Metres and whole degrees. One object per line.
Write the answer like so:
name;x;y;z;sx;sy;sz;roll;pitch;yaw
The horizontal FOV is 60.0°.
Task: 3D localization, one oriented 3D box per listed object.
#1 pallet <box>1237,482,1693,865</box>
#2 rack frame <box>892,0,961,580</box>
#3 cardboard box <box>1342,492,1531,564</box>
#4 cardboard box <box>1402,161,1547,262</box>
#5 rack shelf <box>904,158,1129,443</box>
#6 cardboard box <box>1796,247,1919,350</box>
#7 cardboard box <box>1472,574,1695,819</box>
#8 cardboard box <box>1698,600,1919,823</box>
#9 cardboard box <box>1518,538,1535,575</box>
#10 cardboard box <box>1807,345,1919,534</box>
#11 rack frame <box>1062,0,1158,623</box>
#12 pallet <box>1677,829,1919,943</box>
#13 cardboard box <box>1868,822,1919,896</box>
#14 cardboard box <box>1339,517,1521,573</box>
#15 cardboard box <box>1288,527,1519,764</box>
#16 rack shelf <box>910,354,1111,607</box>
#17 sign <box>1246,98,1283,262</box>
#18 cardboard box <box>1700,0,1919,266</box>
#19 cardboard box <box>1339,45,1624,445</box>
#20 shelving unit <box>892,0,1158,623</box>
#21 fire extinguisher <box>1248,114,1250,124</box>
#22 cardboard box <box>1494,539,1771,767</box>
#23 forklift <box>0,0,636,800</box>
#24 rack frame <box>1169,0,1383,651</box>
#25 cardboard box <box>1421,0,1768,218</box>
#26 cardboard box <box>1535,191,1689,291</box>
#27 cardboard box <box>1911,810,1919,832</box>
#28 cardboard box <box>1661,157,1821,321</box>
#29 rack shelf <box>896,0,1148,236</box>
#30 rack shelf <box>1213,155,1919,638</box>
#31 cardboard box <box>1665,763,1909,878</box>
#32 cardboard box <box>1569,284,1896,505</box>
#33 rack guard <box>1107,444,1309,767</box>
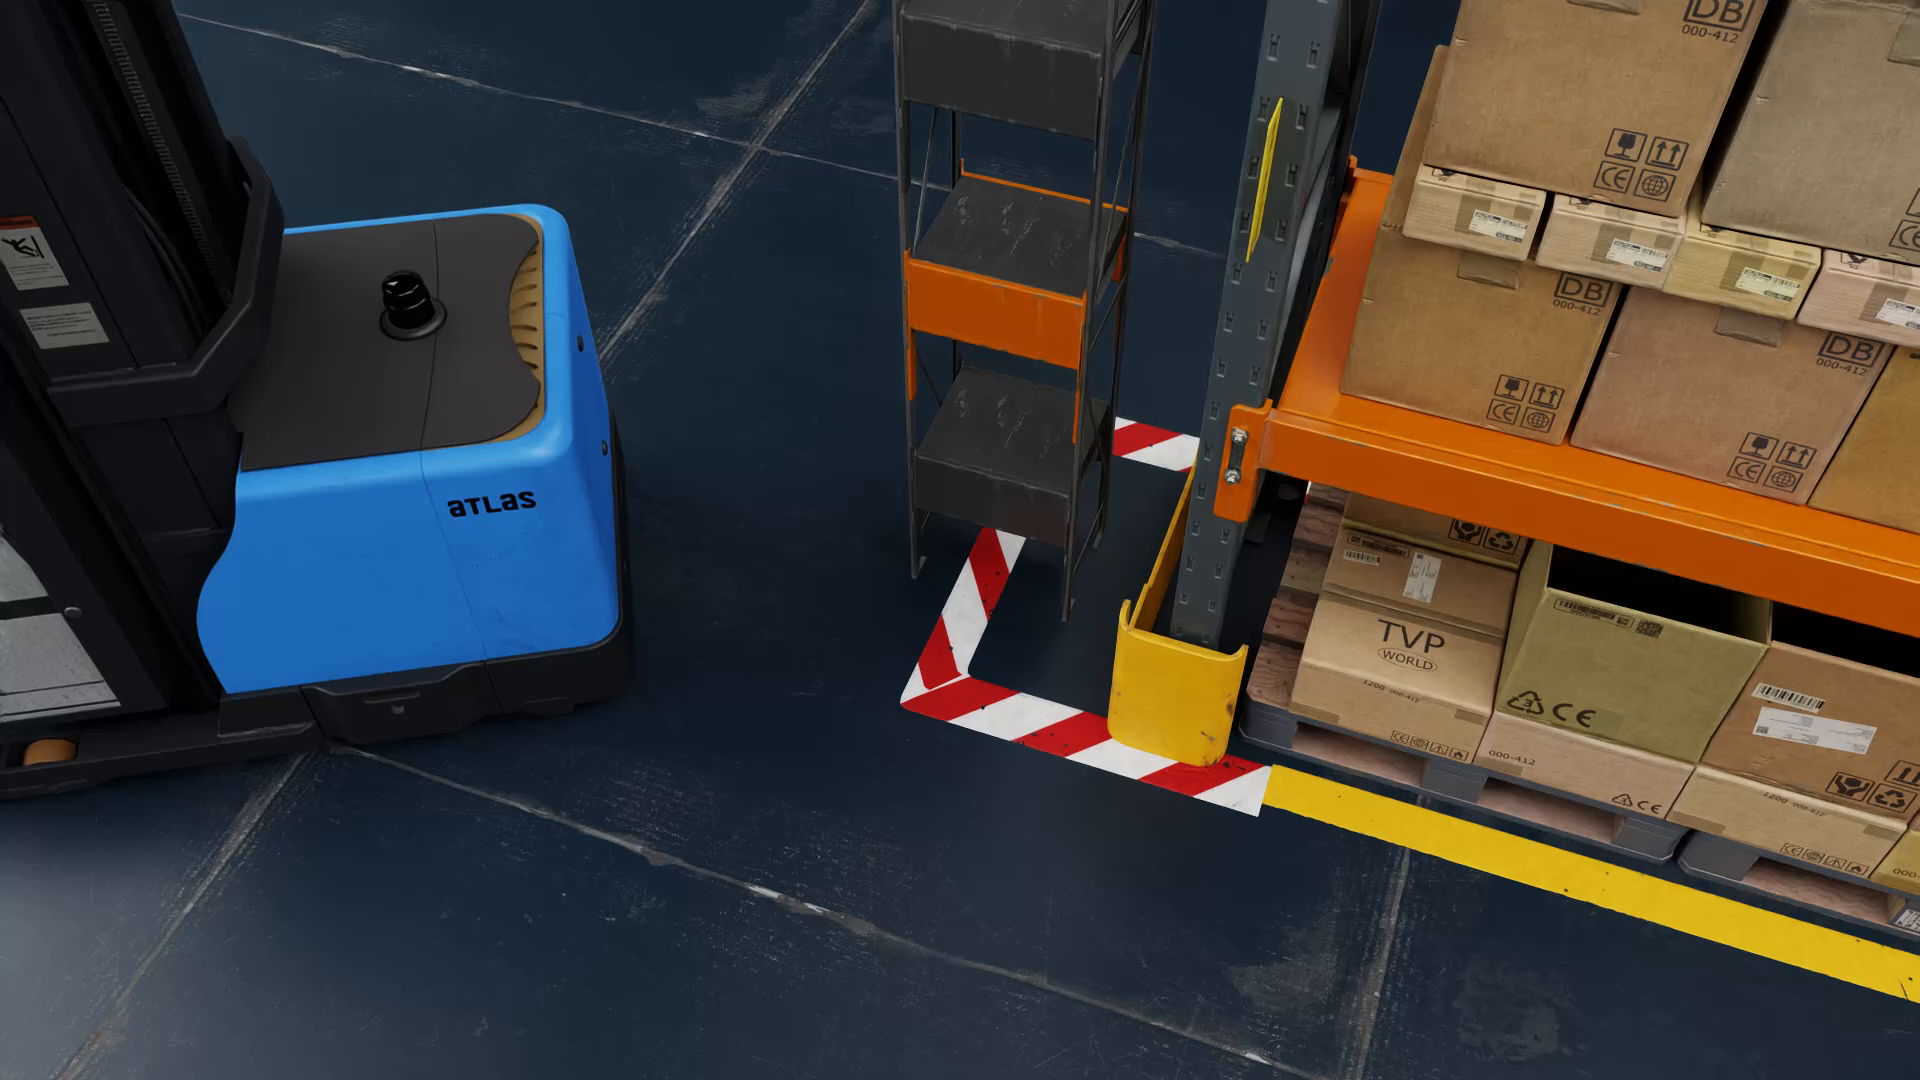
pallet;1.523;0.304;4.847;1.213;0.211;1.003;16;51;13
rack frame;-0.074;-0.708;4.474;0.015;2.100;0.400;16;51;13
cardboard box;1.397;-0.333;4.599;0.500;0.500;0.500;16;51;13
cardboard box;1.084;-0.770;3.437;0.250;0.149;0.380;15;51;13
rack shelf;0.155;-0.635;4.429;0.480;0.518;0.431;16;51;13
cardboard box;1.802;-0.569;3.263;0.250;0.149;0.380;15;51;13
cardboard box;1.687;0.409;4.452;0.500;0.250;0.500;16;51;13
cardboard box;2.160;0.287;4.062;0.500;0.500;0.500;16;51;13
cardboard box;1.870;0.036;4.775;0.500;0.250;0.500;16;51;13
cardboard box;2.182;-0.413;3.557;0.500;0.500;0.700;16;51;13
rack frame;0.384;-0.580;4.364;0.015;2.100;0.400;16;51;13
pallet;2.663;0.624;4.569;1.213;0.211;1.003;16;51;13
cardboard box;2.623;0.675;4.222;0.500;0.250;0.500;16;51;13
cardboard box;1.396;-0.086;4.881;0.500;0.250;0.500;16;51;13
cardboard box;1.217;0.281;4.563;0.500;0.250;0.500;16;51;13
rack shelf;0.155;-0.177;4.958;0.480;0.518;0.431;16;51;13
sign;0.593;-0.698;3.245;0.005;0.325;0.100;16;51;13
cardboard box;1.769;-0.959;3.171;0.500;0.500;0.700;14;51;12
cardboard box;1.224;-0.682;3.790;0.500;0.500;0.700;16;51;13
shelving unit;0.155;-0.644;4.419;0.503;2.100;0.431;16;51;13
fire extinguisher;0.841;-1.115;4.283;0.183;0.674;0.296;16;51;13
cardboard box;1.687;0.165;4.168;0.500;0.500;0.500;16;51;13
forklift;-2.507;-0.663;3.885;3.031;2.935;1.130;-7;49;-6
rack frame;0.791;-0.780;3.941;0.127;3.000;1.000;16;51;13
cardboard box;1.274;-1.093;3.287;0.500;0.500;0.700;16;51;13
cardboard box;1.333;-0.703;3.379;0.250;0.149;0.380;14;51;12
cardboard box;2.623;0.430;3.938;0.500;0.500;0.500;16;51;13
cardboard box;1.566;-0.636;3.321;0.250;0.149;0.380;16;51;13
rack shelf;0.155;-1.094;3.900;0.480;0.518;0.431;16;51;13
rack shelf;2.667;-0.021;3.759;4.000;0.370;1.077;16;51;13
cardboard box;2.156;0.541;4.338;0.500;0.250;0.500;16;51;13
cardboard box;1.719;-0.548;3.673;0.500;0.500;0.700;17;51;14
rack guard;0.768;0.032;4.891;0.348;0.500;1.175;16;51;13
